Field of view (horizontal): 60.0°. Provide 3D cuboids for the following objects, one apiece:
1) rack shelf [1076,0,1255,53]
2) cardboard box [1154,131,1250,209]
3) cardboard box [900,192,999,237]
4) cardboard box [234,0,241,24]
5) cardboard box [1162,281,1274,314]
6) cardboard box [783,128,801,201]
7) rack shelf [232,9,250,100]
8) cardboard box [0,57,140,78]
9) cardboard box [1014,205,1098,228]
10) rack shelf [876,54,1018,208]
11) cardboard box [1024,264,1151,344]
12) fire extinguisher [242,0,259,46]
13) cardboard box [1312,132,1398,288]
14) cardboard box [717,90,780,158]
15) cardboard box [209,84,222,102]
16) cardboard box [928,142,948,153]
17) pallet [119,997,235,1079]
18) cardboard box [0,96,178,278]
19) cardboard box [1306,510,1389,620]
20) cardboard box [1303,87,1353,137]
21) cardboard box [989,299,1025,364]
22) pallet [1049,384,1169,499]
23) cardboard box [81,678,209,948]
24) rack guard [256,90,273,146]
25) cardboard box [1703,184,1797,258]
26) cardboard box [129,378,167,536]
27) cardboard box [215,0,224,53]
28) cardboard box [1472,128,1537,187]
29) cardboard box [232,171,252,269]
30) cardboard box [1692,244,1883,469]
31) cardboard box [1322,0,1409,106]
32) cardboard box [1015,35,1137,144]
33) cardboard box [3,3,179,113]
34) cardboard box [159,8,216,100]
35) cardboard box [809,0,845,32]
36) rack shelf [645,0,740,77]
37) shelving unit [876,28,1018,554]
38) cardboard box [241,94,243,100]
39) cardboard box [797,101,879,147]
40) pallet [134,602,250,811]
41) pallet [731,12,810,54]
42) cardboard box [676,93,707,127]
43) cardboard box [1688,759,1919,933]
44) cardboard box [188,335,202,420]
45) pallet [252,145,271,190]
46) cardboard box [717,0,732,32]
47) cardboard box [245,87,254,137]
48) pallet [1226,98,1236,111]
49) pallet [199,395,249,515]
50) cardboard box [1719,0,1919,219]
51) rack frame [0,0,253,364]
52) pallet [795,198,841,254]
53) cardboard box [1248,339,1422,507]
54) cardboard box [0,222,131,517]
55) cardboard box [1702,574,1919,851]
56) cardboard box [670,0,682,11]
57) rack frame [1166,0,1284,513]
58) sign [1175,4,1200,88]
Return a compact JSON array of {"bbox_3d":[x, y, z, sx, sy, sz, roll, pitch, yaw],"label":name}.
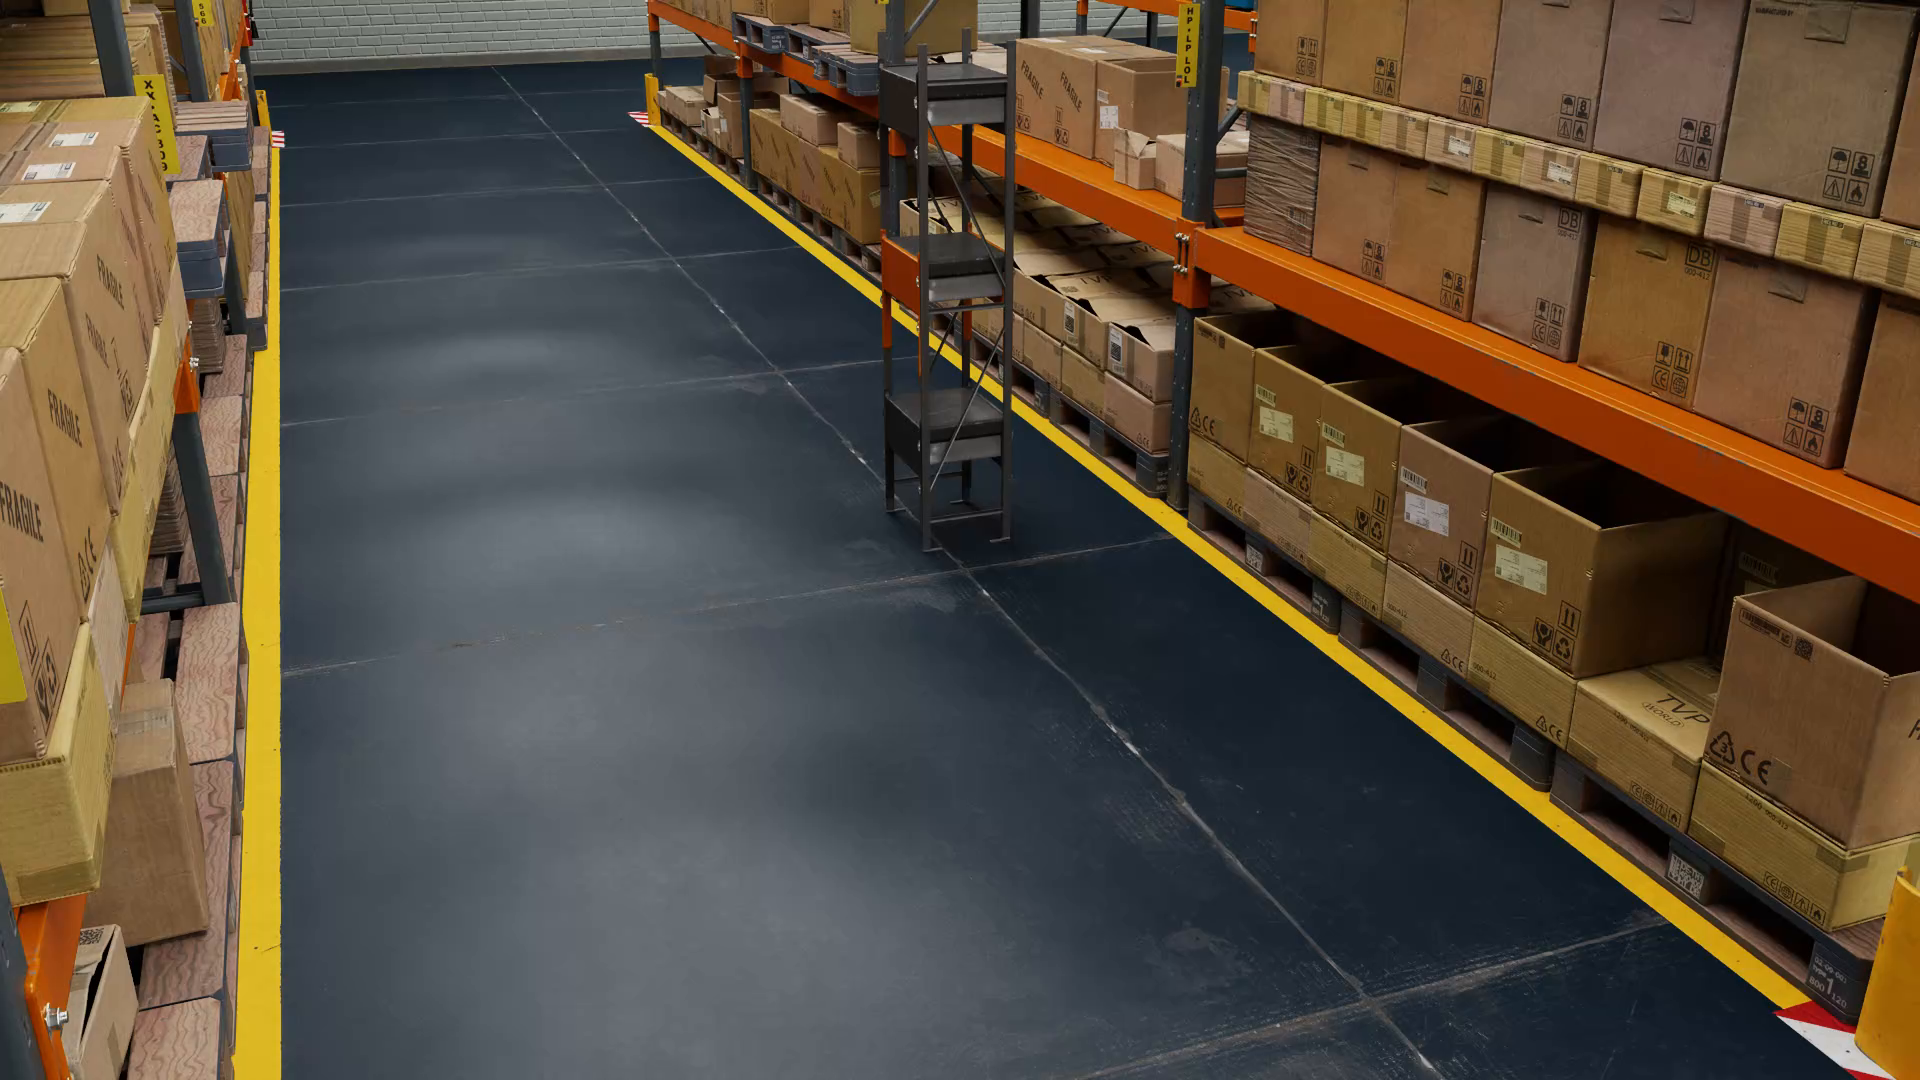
[{"bbox_3d":[2.538,-5.574,17.540,1.077,0.370,4.000,-8,24,-19],"label":"rack shelf"},{"bbox_3d":[1.221,-1.698,7.609,0.500,0.250,0.500,-7,24,-16],"label":"cardboard box"},{"bbox_3d":[-0.067,-2.002,10.415,0.500,0.311,0.500,-7,24,-17],"label":"cardboard box"},{"bbox_3d":[-6.980,-4.965,14.781,0.980,0.700,0.700,-9,24,-19],"label":"cardboard box"},{"bbox_3d":[1.351,-1.146,8.384,0.500,0.311,0.500,-9,24,-20],"label":"cardboard box"},{"bbox_3d":[-1.079,-2.968,13.081,0.500,0.500,0.500,-8,24,-18],"label":"cardboard box"},{"bbox_3d":[-6.730,-4.215,14.315,1.077,0.370,4.000,-8,24,-19],"label":"rack shelf"},{"bbox_3d":[-3.536,-1.555,6.383,0.700,0.500,0.500,-6,24,-14],"label":"cardboard box"},{"bbox_3d":[0.628,-1.888,10.144,0.500,0.311,0.500,-9,24,-20],"label":"cardboard box"},{"bbox_3d":[-0.058,-1.660,6.718,0.431,0.518,0.480,-8,24,-19],"label":"rack shelf"},{"bbox_3d":[0.661,-1.257,8.647,0.500,0.311,0.500,-8,24,-19],"label":"cardboard box"},{"bbox_3d":[-7.058,-5.184,16.267,0.296,0.674,0.183,-8,24,-19],"label":"fire extinguisher"},{"bbox_3d":[1.791,-1.289,6.317,0.700,0.500,0.500,-9,24,-20],"label":"cardboard box"},{"bbox_3d":[-1.857,-3.720,14.865,0.500,0.500,0.500,-8,24,-19],"label":"cardboard box"},{"bbox_3d":[-4.606,-2.612,9.883,0.380,0.149,0.250,-8,24,-17],"label":"cardboard box"},{"bbox_3d":[-0.234,-2.675,12.387,0.500,0.500,0.500,-9,24,-20],"label":"cardboard box"},{"bbox_3d":[-2.065,1.498,3.425,1.003,0.211,1.213,-8,24,-19],"label":"pallet"},{"bbox_3d":[-2.741,-1.069,5.127,0.500,0.500,0.500,-8,24,-19],"label":"cardboard box"},{"bbox_3d":[1.659,0.054,6.258,0.500,0.250,0.500,-8,24,-19],"label":"cardboard box"},{"bbox_3d":[1.531,-1.630,6.291,0.380,0.149,0.250,-9,24,-20],"label":"cardboard box"},{"bbox_3d":[0.481,-1.186,9.202,0.500,0.250,0.500,-8,24,-18],"label":"cardboard box"},{"bbox_3d":[1.139,-0.571,8.334,1.003,0.211,1.213,-8,24,-19],"label":"pallet"},{"bbox_3d":[-2.358,0.745,4.272,0.700,0.500,0.500,-10,25,-22],"label":"cardboard box"},{"bbox_3d":[-7.445,-4.130,16.405,1.175,0.500,0.348,-8,24,-19],"label":"rack guard"},{"bbox_3d":[2.264,-0.878,4.507,0.380,0.149,0.250,-8,24,-18],"label":"cardboard box"},{"bbox_3d":[-2.207,-0.177,3.976,0.500,0.250,0.500,-8,24,-19],"label":"cardboard box"},{"bbox_3d":[-5.266,-3.511,11.181,0.500,0.500,0.500,-8,24,-19],"label":"cardboard box"},{"bbox_3d":[1.900,-1.252,5.396,0.380,0.149,0.250,-9,24,-19],"label":"cardboard box"},{"bbox_3d":[-5.051,-2.174,10.772,0.750,0.750,0.750,-8,24,-19],"label":"cardboard box"},{"bbox_3d":[2.506,-0.548,4.560,0.700,0.500,0.500,-8,24,-18],"label":"cardboard box"},{"bbox_3d":[1.778,-1.894,6.083,0.700,0.500,0.500,-8,24,-19],"label":"cardboard box"},{"bbox_3d":[0.631,-2.486,9.158,0.500,0.500,0.500,-10,25,-22],"label":"cardboard box"},{"bbox_3d":[-4.435,-2.446,8.496,0.700,0.500,0.500,-11,25,-25],"label":"cardboard box"},{"bbox_3d":[-4.543,-2.770,9.423,0.500,0.500,0.500,-8,24,-17],"label":"cardboard box"},{"bbox_3d":[-0.709,-4.107,12.463,0.700,0.500,0.500,-15,27,-32],"label":"cardboard box"},{"bbox_3d":[-2.097,-4.896,15.930,1.077,0.370,4.000,-8,24,-19],"label":"rack shelf"},{"bbox_3d":[-0.058,-1.028,6.985,0.431,2.100,0.503,-8,24,-19],"label":"shelving unit"},{"bbox_3d":[-6.142,-3.596,13.761,0.380,0.149,0.250,-8,24,-17],"label":"cardboard box"},{"bbox_3d":[-0.917,-3.142,12.530,0.500,0.250,0.500,-9,24,-20],"label":"cardboard box"},{"bbox_3d":[-2.927,0.611,5.528,1.003,0.211,1.213,-8,24,-19],"label":"pallet"},{"bbox_3d":[-1.210,-4.107,13.379,1.003,0.211,1.213,-8,24,-19],"label":"pallet"},{"bbox_3d":[-2.524,-4.290,16.540,0.500,0.250,0.500,-8,24,-19],"label":"cardboard box"},{"bbox_3d":[2.383,0.779,4.540,0.500,0.250,0.500,-8,24,-19],"label":"cardboard box"},{"bbox_3d":[-4.032,-0.783,7.898,0.700,0.500,0.500,-8,24,-19],"label":"cardboard box"},{"bbox_3d":[-6.654,-3.266,14.727,1.003,0.211,1.213,-8,24,-19],"label":"pallet"},{"bbox_3d":[-1.807,-4.693,14.394,0.500,0.500,0.500,-8,24,-18],"label":"cardboard box"},{"bbox_3d":[-7.096,-4.074,15.732,0.700,0.500,0.500,-8,24,-19],"label":"cardboard box"},{"bbox_3d":[2.514,-4.600,17.892,1.003,0.211,1.213,-8,24,-19],"label":"pallet"},{"bbox_3d":[-3.909,-0.355,7.820,1.003,0.211,1.213,-8,24,-19],"label":"pallet"},{"bbox_3d":[2.486,-1.165,4.354,0.700,0.500,0.500,-9,24,-20],"label":"cardboard box"},{"bbox_3d":[-4.610,-2.366,9.002,1.000,3.000,0.127,-8,24,-19],"label":"rack frame"},{"bbox_3d":[-0.633,-2.481,12.866,1.003,0.211,1.213,-8,24,-19],"label":"pallet"},{"bbox_3d":[1.491,-0.474,6.547,0.500,0.500,0.500,-8,24,-19],"label":"cardboard box"},{"bbox_3d":[-2.014,-0.329,3.372,0.500,0.500,0.500,-9,25,-21],"label":"cardboard box"},{"bbox_3d":[2.381,0.433,4.394,0.500,0.500,0.500,-8,24,-19],"label":"cardboard box"},{"bbox_3d":[-2.532,-5.433,16.150,0.500,0.500,0.500,-8,24,-19],"label":"cardboard box"},{"bbox_3d":[1.436,-1.594,7.170,1.000,3.000,0.127,-8,24,-19],"label":"rack frame"},{"bbox_3d":[0.931,-2.013,6.775,0.100,0.325,0.005,-8,24,-19],"label":"sign"}]
